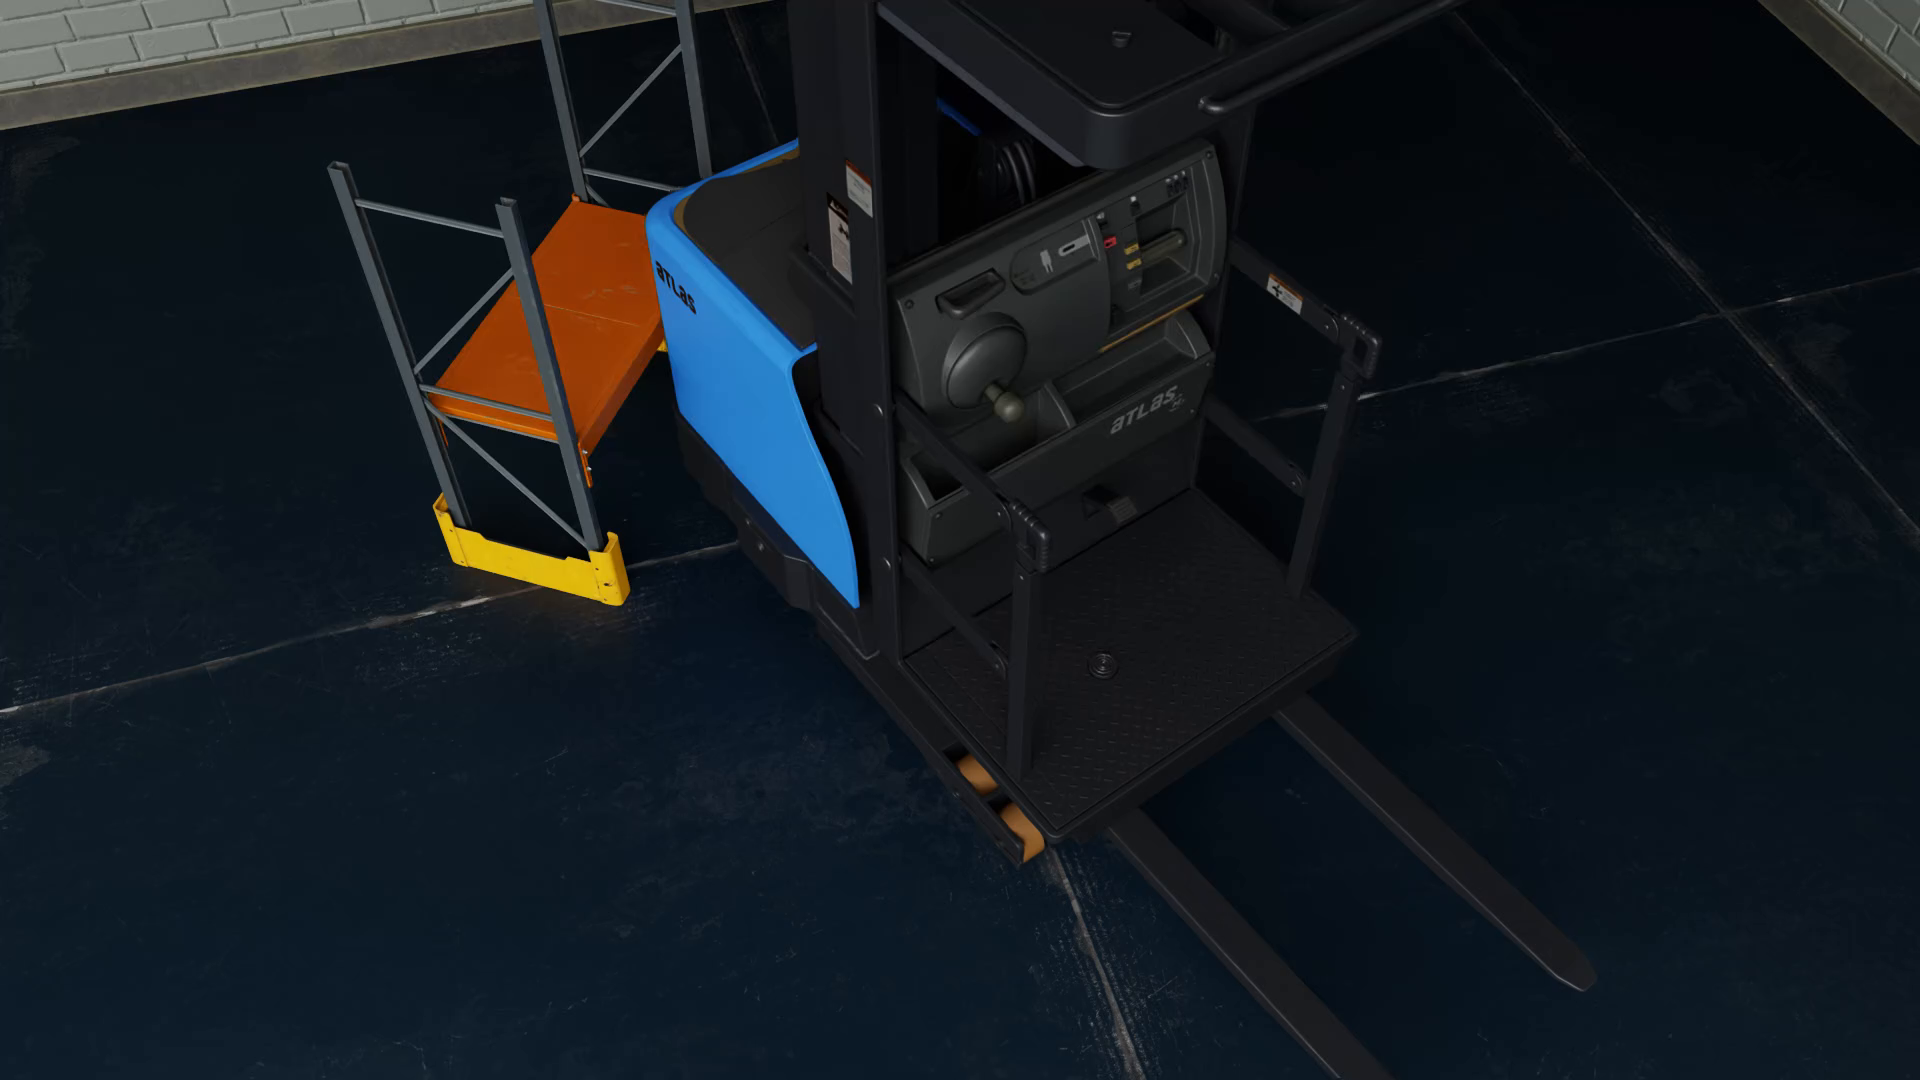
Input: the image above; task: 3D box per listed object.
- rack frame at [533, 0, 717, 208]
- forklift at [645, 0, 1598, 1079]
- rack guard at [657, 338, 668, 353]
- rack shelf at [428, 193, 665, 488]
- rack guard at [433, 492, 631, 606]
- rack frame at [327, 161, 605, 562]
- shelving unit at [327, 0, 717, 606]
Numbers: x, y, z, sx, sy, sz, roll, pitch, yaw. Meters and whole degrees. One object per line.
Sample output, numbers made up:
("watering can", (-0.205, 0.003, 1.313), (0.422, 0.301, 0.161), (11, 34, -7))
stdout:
("rack frame", (-0.989, -1.116, 5.210), (0.500, 1.500, 0.032), (14, 51, 11))
("forklift", (0.385, -0.505, 3.759), (1.130, 2.935, 3.031), (-30, 56, -23))
("rack guard", (-0.995, -0.699, 5.676), (0.587, 0.250, 0.087), (14, 51, 11))
("rack shelf", (-1.145, -0.630, 5.036), (0.538, 0.185, 1.000), (14, 51, 11))
("rack guard", (-1.301, 0.026, 5.065), (0.587, 0.250, 0.087), (14, 51, 11))
("rack frame", (-1.301, -0.376, 4.586), (0.500, 1.500, 0.032), (14, 51, 11))
("shelving unit", (-1.148, -0.739, 4.892), (0.587, 1.500, 1.083), (14, 51, 11))
